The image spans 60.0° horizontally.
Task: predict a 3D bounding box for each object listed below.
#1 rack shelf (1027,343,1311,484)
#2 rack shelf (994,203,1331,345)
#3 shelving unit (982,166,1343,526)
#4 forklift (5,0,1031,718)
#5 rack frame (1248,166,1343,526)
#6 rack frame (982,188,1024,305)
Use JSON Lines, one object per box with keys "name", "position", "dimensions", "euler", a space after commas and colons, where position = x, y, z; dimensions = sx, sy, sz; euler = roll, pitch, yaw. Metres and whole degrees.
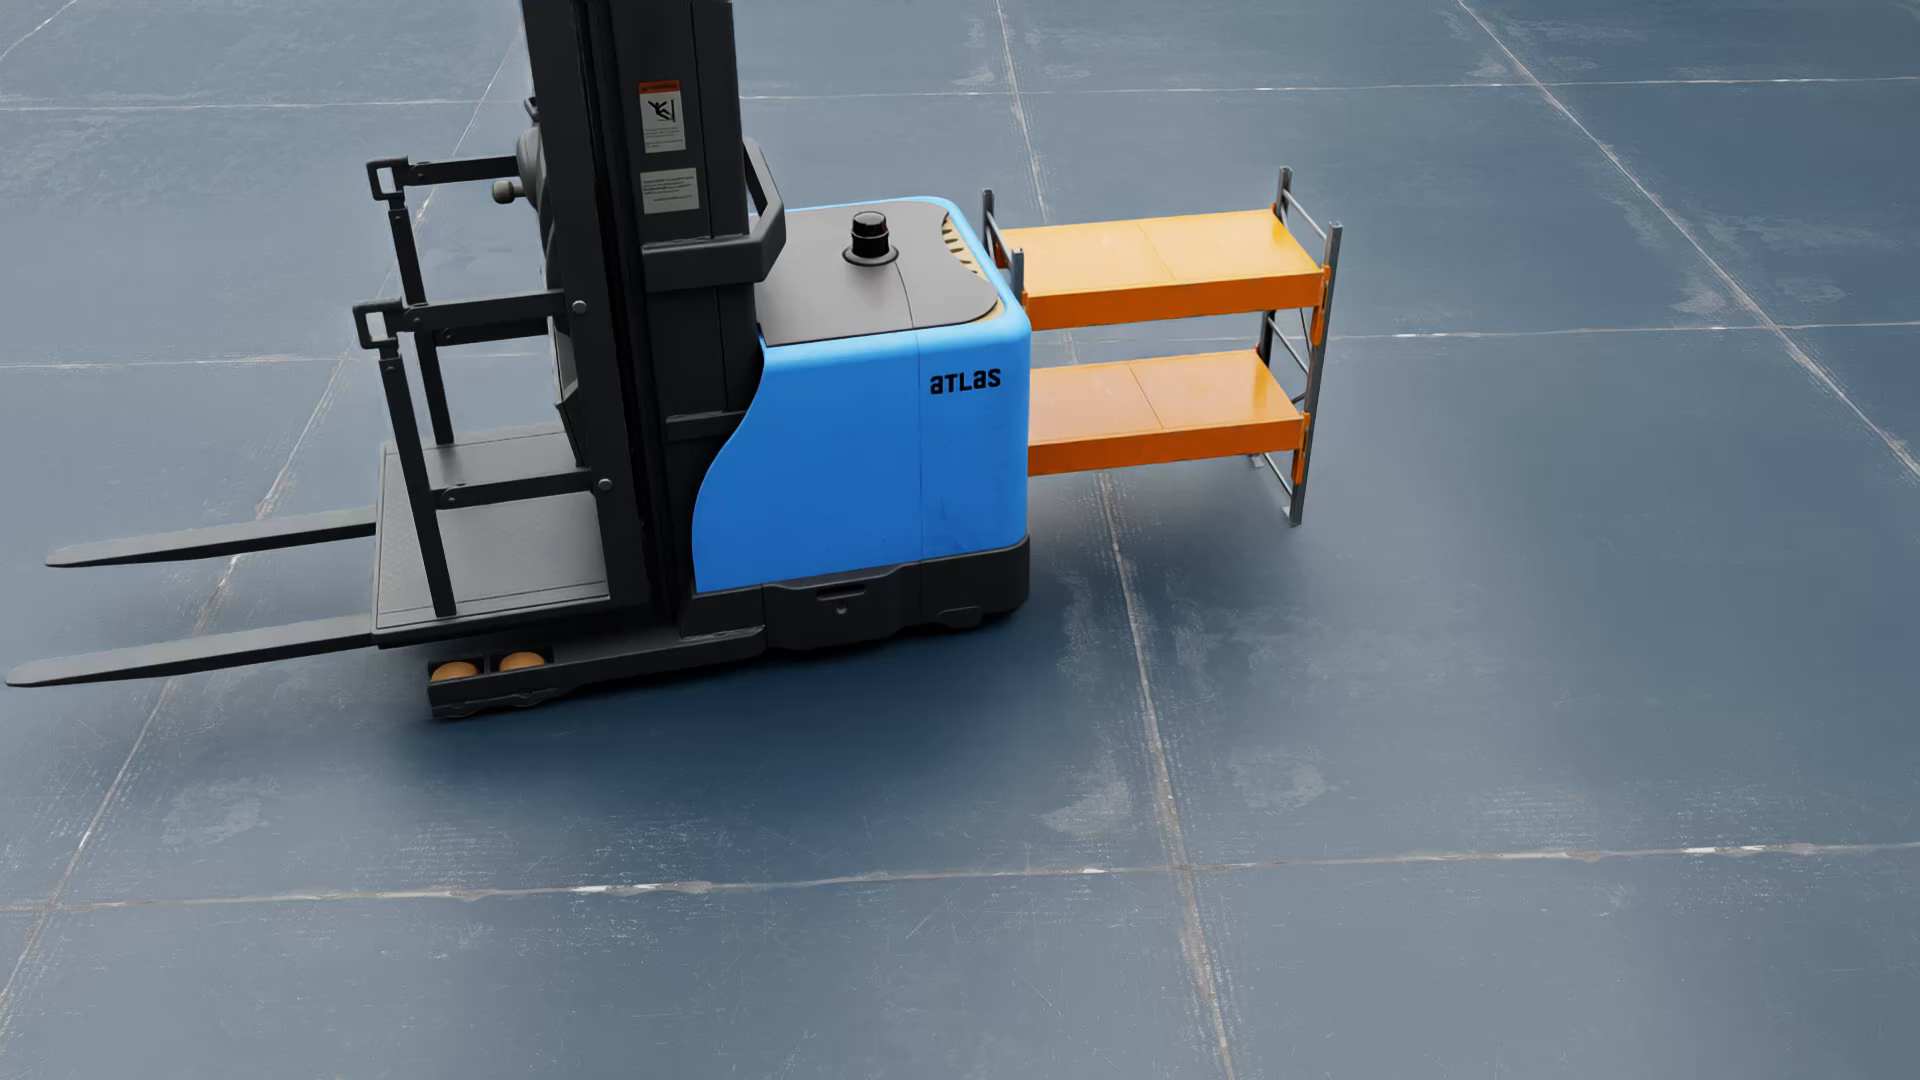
{"name": "rack shelf", "position": [0.634, -0.398, 5.766], "dimensions": [1.000, 0.278, 0.538], "euler": [-6, 35, -9]}
{"name": "rack shelf", "position": [0.634, -0.840, 5.461], "dimensions": [1.000, 0.278, 0.538], "euler": [-6, 35, -9]}
{"name": "shelving unit", "position": [0.634, -0.599, 5.627], "dimensions": [1.048, 1.125, 0.538], "euler": [-6, 35, -9]}
{"name": "forklift", "position": [-1.353, -1.007, 4.629], "dimensions": [3.031, 2.935, 1.130], "euler": [-8, 36, -12]}
{"name": "rack frame", "position": [1.133, -0.652, 5.704], "dimensions": [0.032, 1.125, 0.500], "euler": [-6, 35, -9]}
{"name": "rack frame", "position": [0.134, -0.546, 5.550], "dimensions": [0.032, 1.125, 0.500], "euler": [-6, 35, -9]}
